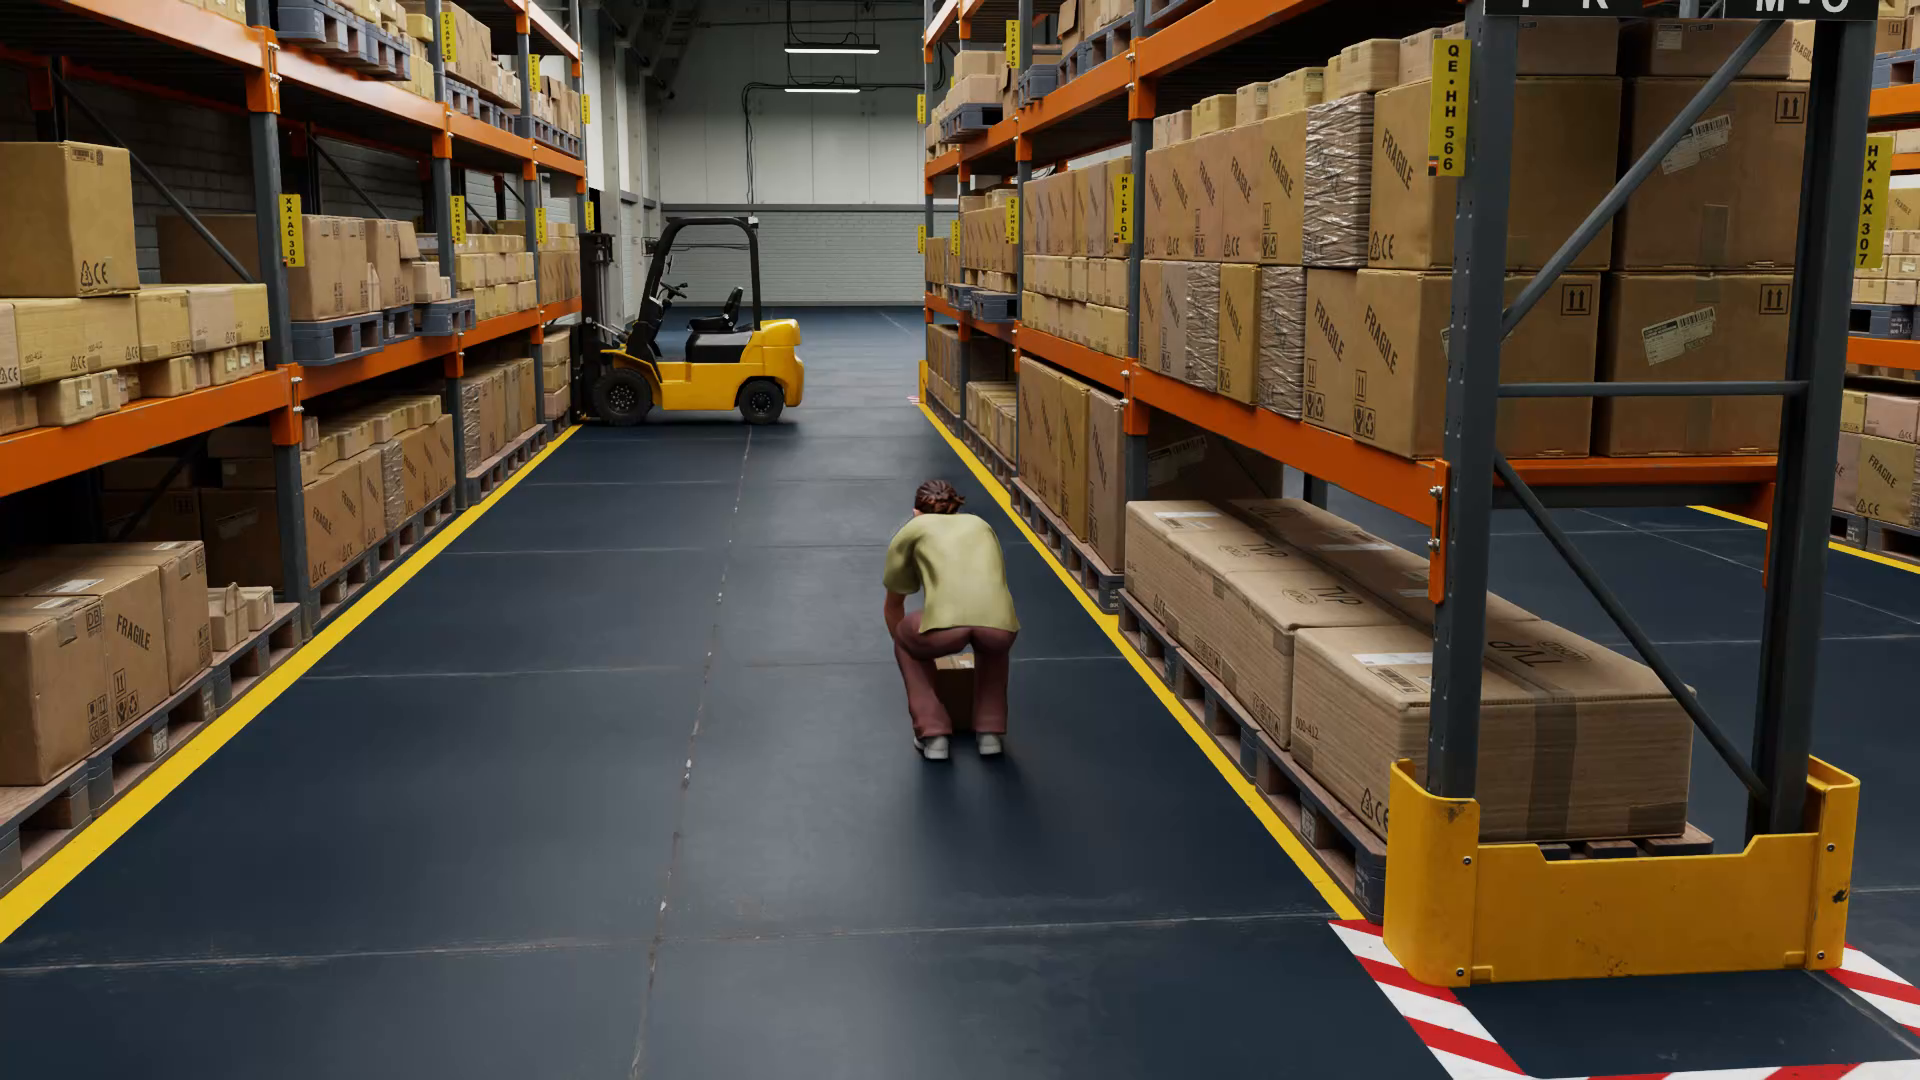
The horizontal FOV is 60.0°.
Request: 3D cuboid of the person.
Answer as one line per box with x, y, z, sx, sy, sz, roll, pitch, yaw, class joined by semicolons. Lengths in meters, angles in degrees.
-0.038;0.295;6.256;0.488;0.976;0.786;-1;10;-6;person
